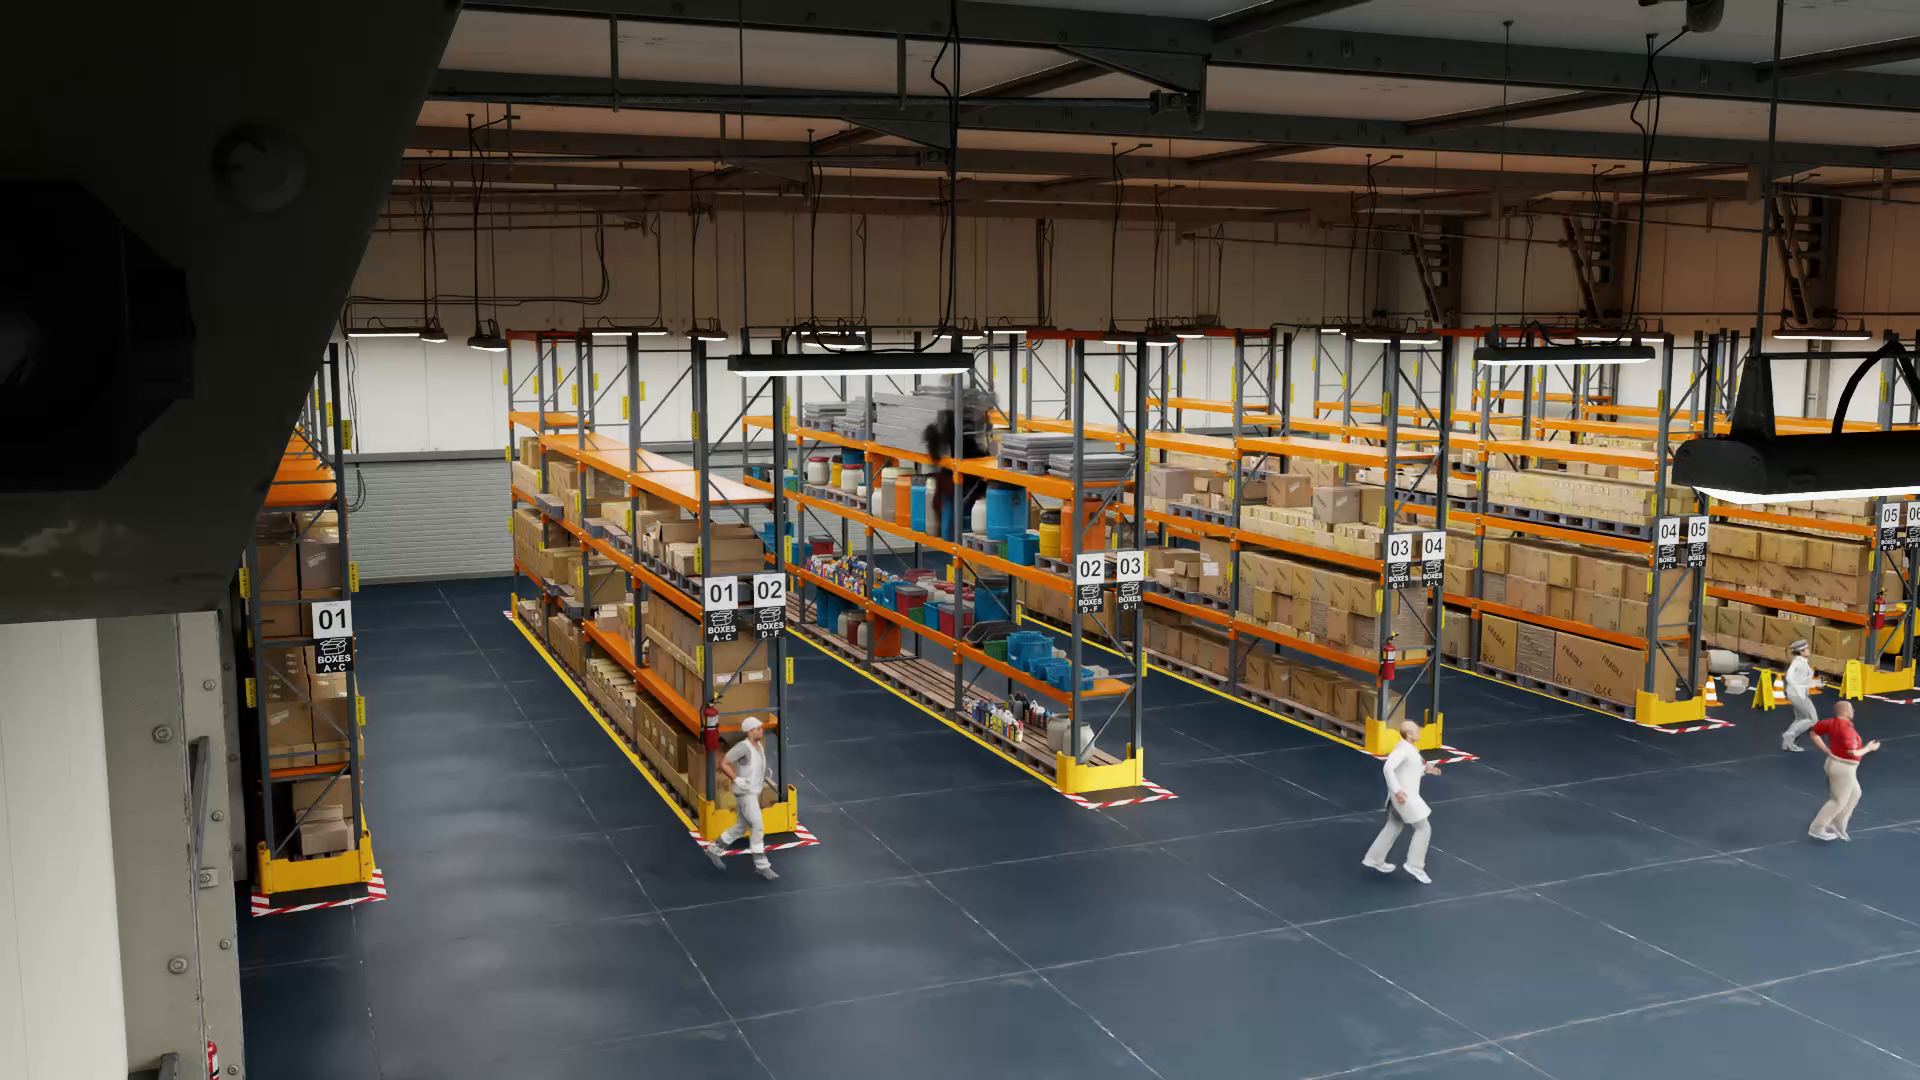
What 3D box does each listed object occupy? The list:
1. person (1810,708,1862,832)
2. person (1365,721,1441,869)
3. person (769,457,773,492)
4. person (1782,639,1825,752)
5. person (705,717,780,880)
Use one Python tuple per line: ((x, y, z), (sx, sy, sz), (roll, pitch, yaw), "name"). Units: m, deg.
((10.527, 2.740, 19.895), (0.615, 1.527, 0.621), (1, 8, 7), "person")
((4.990, 2.846, 18.674), (0.818, 1.669, 0.689), (0, 8, 3), "person")
((9.194, 0.893, 28.397), (31.711, 3.203, 2.827), (4, 9, 28), "person")
((12.210, 2.250, 24.040), (0.522, 1.657, 0.626), (3, 8, 23), "person")
((-2.426, 2.897, 18.934), (0.924, 1.793, 0.684), (2, 8, 13), "person")
